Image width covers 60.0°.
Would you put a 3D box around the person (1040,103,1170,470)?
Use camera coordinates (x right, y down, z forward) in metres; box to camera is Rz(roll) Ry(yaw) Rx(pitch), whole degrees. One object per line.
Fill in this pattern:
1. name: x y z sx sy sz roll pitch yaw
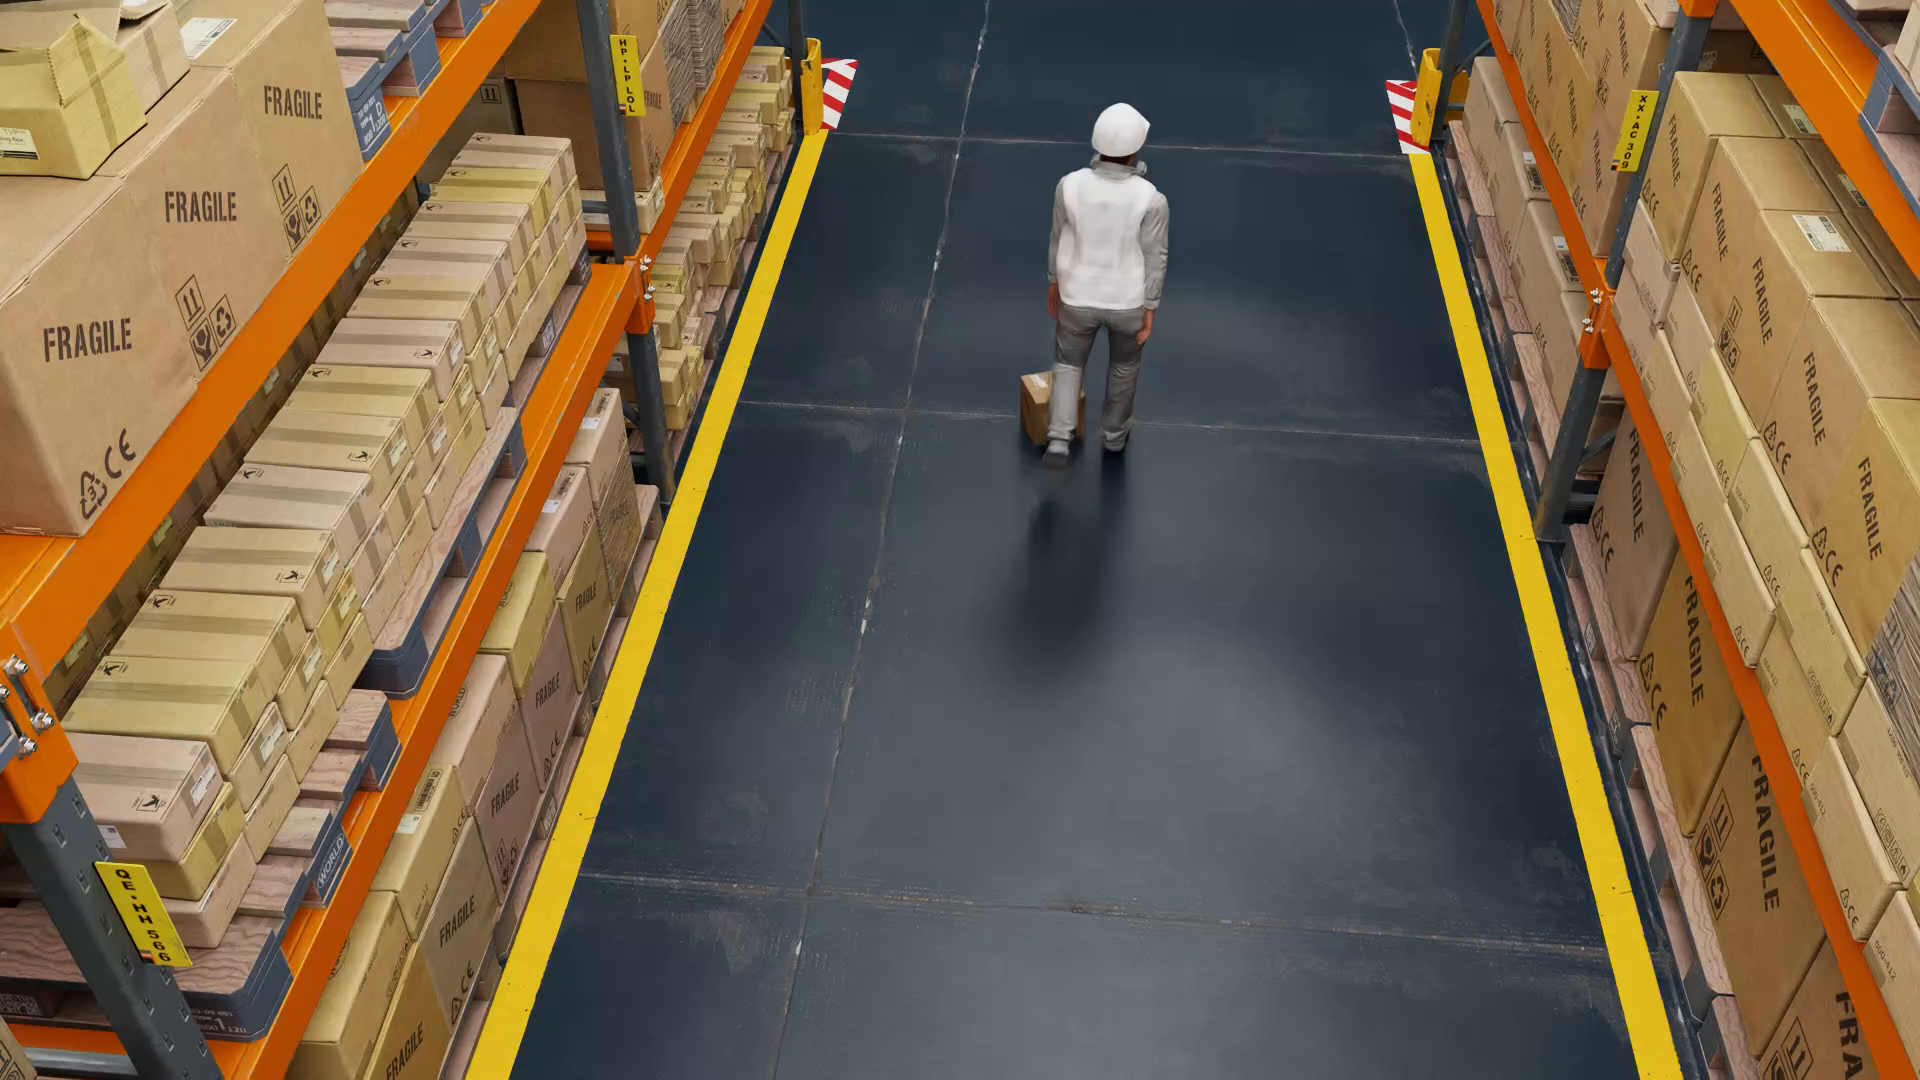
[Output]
1. person: 0.629 -1.055 7.386 0.540 1.752 0.764 9 41 11
